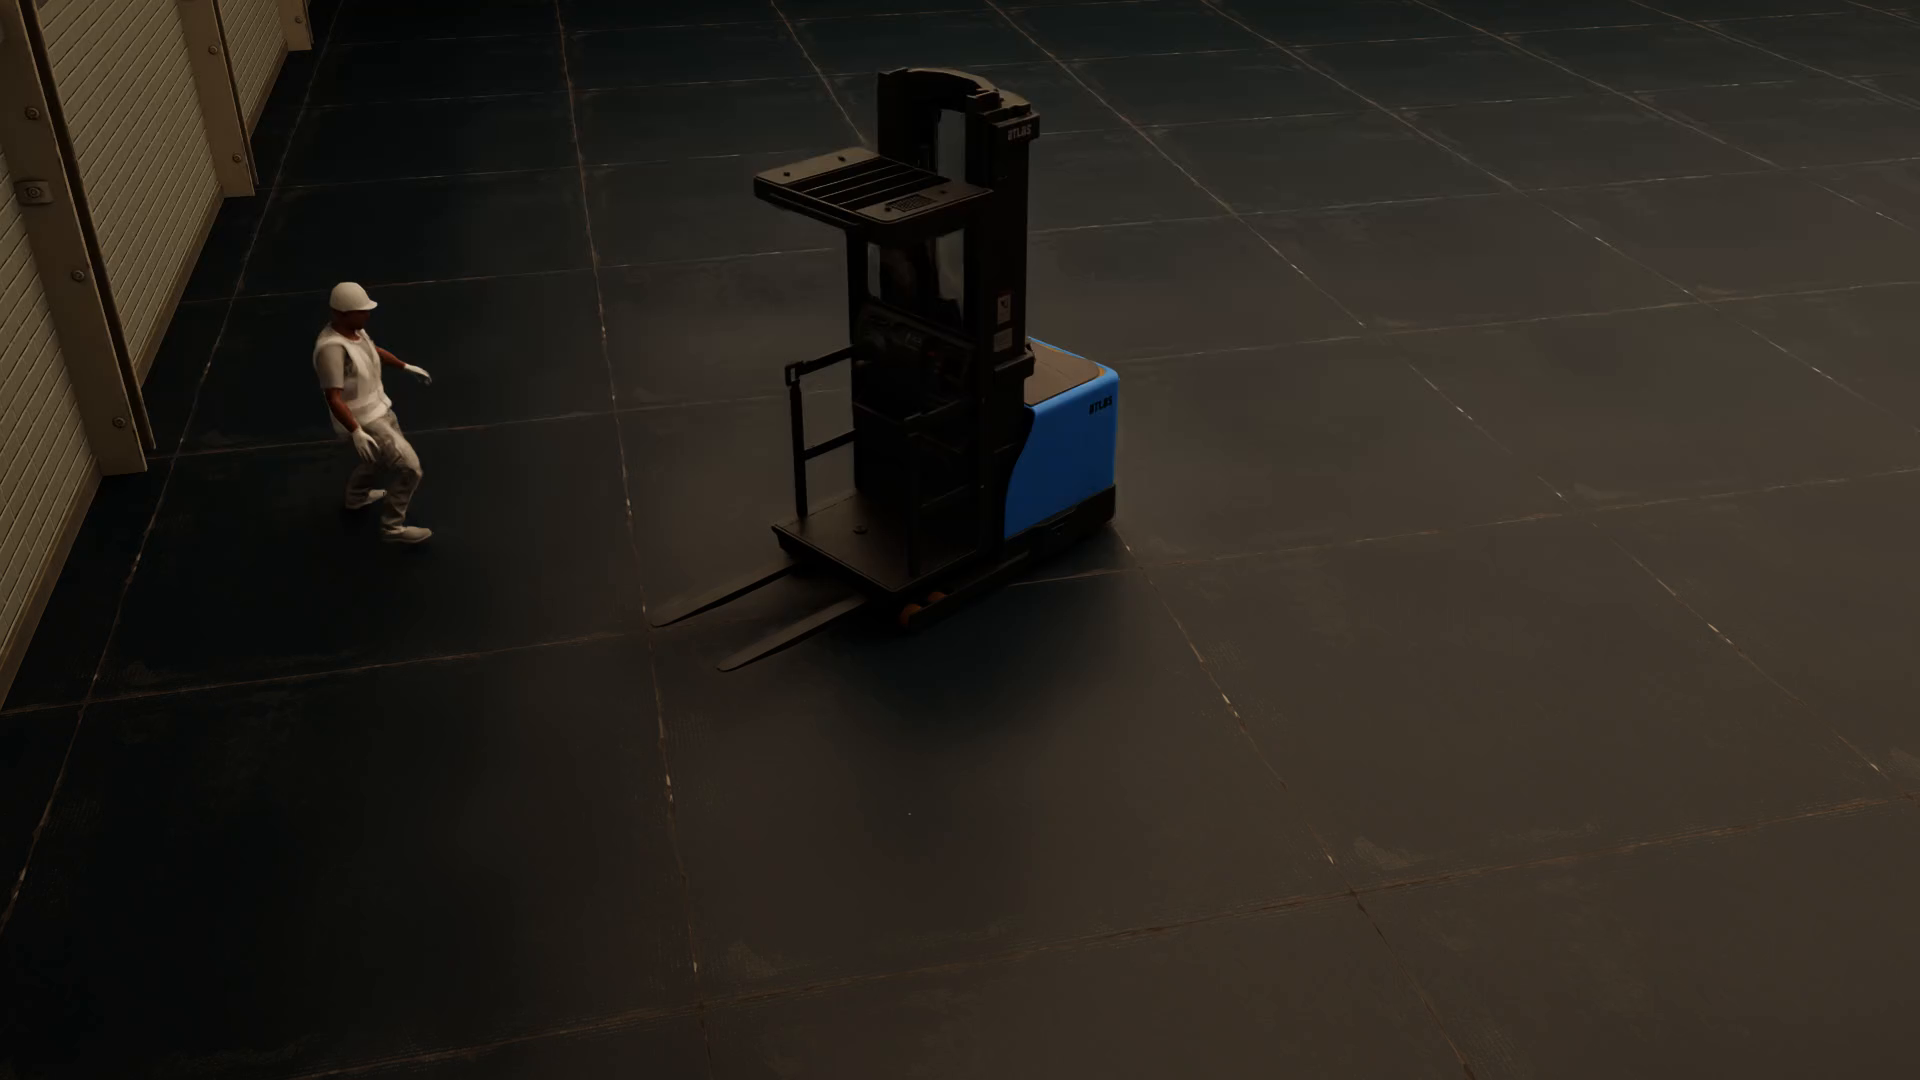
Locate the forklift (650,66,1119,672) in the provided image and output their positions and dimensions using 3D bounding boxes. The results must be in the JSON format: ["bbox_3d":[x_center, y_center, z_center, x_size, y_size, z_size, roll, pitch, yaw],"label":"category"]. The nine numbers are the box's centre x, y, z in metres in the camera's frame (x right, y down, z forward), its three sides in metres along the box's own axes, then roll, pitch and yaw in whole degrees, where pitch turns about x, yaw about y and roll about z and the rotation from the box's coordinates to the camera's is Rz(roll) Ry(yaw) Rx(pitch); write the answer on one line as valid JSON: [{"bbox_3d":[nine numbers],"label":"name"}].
[{"bbox_3d":[-0.418,-1.025,9.345,3.031,2.935,1.130,-26,39,-37],"label":"forklift"}]

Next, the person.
[{"bbox_3d":[-3.656,-0.815,10.304,0.691,1.645,1.018,-2,30,-3],"label":"person"}]
